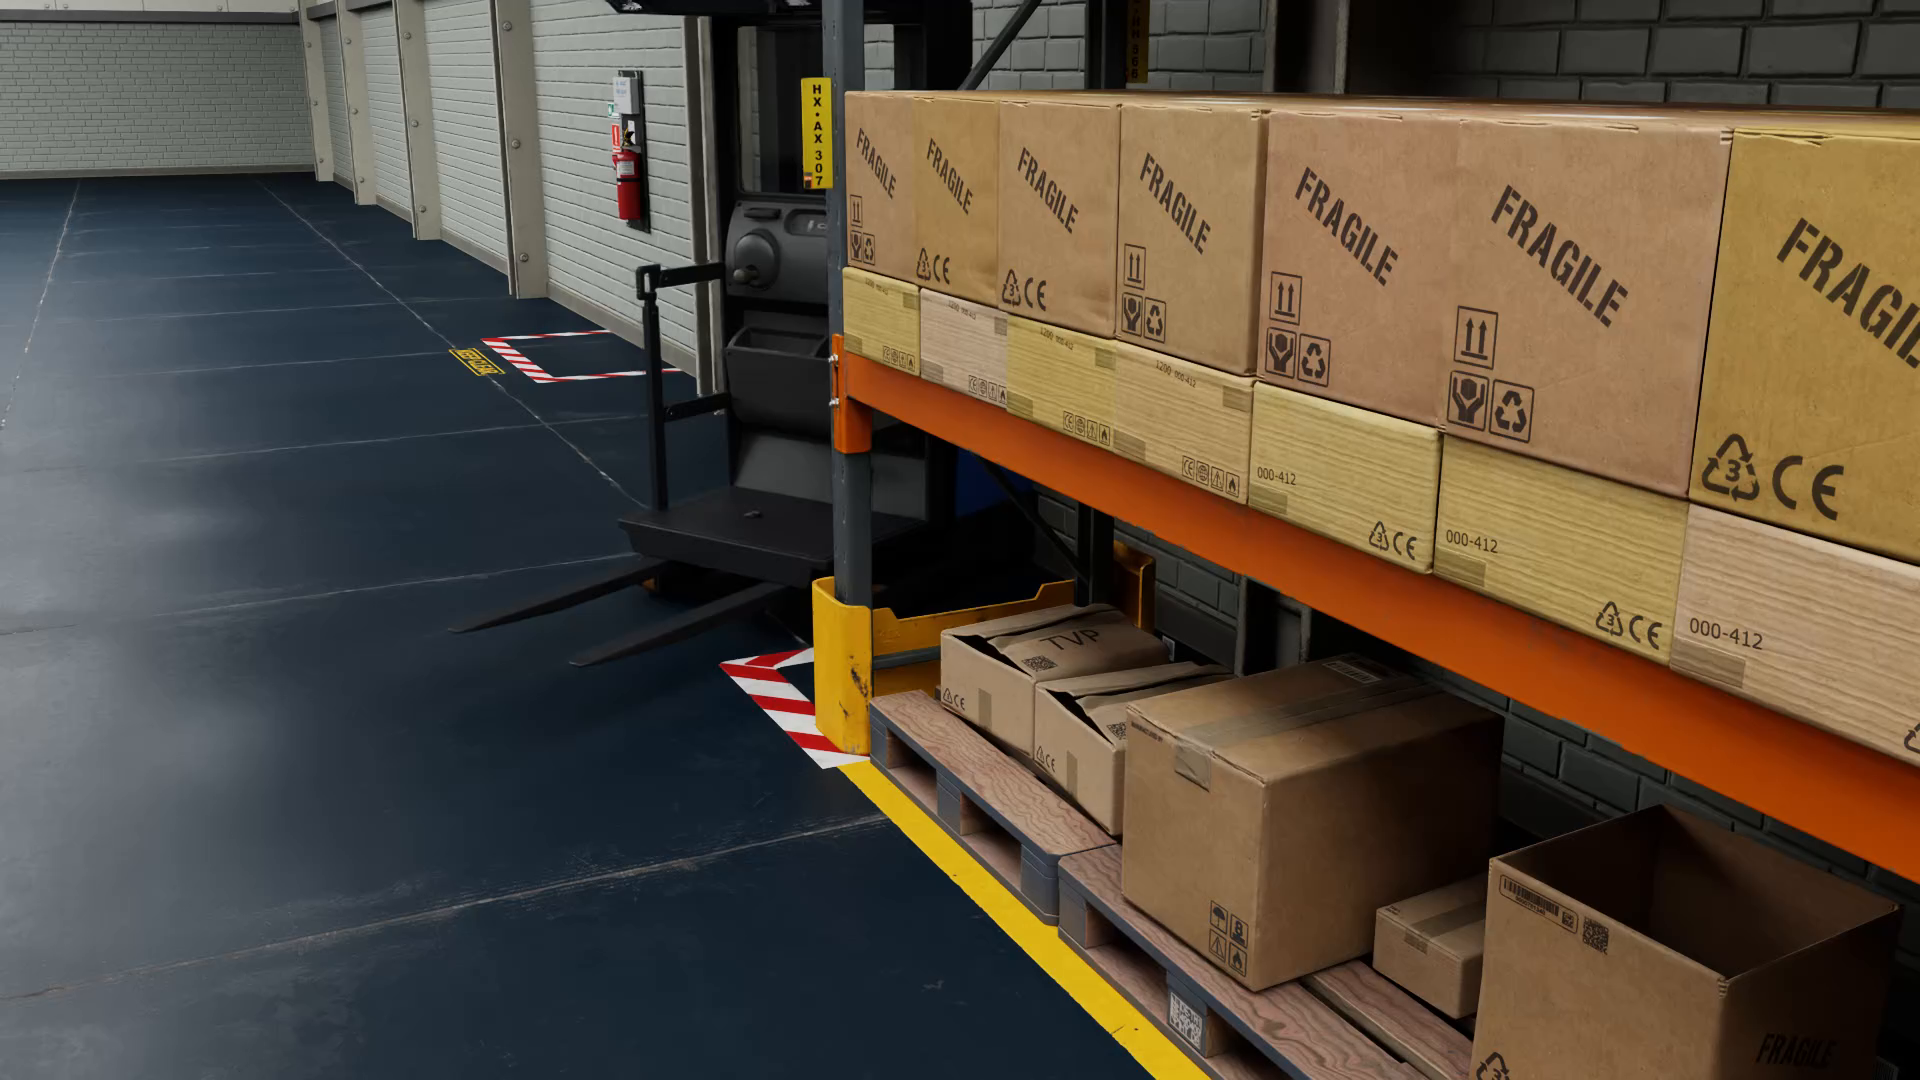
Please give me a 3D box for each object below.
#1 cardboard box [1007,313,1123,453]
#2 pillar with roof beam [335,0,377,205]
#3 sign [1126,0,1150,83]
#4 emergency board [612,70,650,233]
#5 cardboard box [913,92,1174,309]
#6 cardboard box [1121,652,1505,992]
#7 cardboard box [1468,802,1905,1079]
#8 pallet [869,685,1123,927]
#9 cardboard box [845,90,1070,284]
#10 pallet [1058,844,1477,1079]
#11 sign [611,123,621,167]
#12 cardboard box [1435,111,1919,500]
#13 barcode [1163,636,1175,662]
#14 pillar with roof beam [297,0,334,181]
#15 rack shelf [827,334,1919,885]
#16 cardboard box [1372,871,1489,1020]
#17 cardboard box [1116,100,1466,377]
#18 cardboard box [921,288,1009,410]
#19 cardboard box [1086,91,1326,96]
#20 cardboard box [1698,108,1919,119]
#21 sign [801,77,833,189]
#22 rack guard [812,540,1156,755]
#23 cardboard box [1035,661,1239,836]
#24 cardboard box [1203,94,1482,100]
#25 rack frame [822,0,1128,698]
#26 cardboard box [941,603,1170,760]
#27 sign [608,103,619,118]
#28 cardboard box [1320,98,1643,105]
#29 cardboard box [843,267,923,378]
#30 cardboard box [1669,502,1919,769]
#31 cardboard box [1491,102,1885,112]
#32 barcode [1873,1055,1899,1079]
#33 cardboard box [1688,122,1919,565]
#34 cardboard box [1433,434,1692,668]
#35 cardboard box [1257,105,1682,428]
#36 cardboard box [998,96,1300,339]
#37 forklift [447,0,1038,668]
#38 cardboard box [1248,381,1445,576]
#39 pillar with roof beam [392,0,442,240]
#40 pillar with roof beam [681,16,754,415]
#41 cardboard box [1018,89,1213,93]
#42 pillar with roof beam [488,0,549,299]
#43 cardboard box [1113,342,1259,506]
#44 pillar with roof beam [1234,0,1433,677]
[{"bbox_3d":[0.447,-0.400,3.943,0.500,0.250,0.500,-8,18,-26],"label":"cardboard box"},{"bbox_3d":[-13.239,-9.122,23.222,9.100,9.000,0.400,-8,18,-25],"label":"pillar with roof beam"},{"bbox_3d":[0.568,-1.647,5.379,0.100,0.325,0.005,-8,18,-25],"label":"sign"},{"bbox_3d":[-2.532,-2.912,12.461,0.194,1.169,0.643,-8,18,-25],"label":"emergency board"},{"bbox_3d":[0.207,-0.896,4.310,0.500,0.500,0.500,-8,18,-25],"label":"cardboard box"},{"bbox_3d":[0.809,0.626,3.867,0.700,0.500,0.500,-9,18,-28],"label":"cardboard box"},{"bbox_3d":[1.322,0.853,3.074,0.500,0.500,0.500,-9,18,-29],"label":"cardboard box"},{"bbox_3d":[0.418,0.689,4.968,1.003,0.211,1.213,-8,18,-25],"label":"pallet"},{"bbox_3d":[-0.001,-1.019,4.741,0.500,0.500,0.500,-8,18,-25],"label":"cardboard box"},{"bbox_3d":[0.948,0.991,3.915,1.003,0.211,1.213,-8,18,-25],"label":"pallet"},{"bbox_3d":[-2.682,-3.079,12.977,0.001,0.329,0.234,-8,18,-25],"label":"sign"},{"bbox_3d":[1.104,-0.385,2.531,0.500,0.500,0.500,-8,18,-25],"label":"cardboard box"},{"bbox_3d":[0.650,0.339,5.192,0.001,0.075,0.075,-8,18,-25],"label":"barcode"},{"bbox_3d":[-15.868,-10.609,28.407,9.100,9.000,0.400,-8,18,-25],"label":"pillar with roof beam"},{"bbox_3d":[0.937,-0.034,3.737,1.077,0.370,4.000,-8,18,-25],"label":"rack shelf"},{"bbox_3d":[1.130,0.876,3.633,0.380,0.149,0.250,-9,18,-29],"label":"cardboard box"},{"bbox_3d":[0.665,-0.640,3.420,0.500,0.500,0.500,-7,17,-23],"label":"cardboard box"},{"bbox_3d":[0.229,-0.527,4.386,0.500,0.250,0.500,-8,18,-27],"label":"cardboard box"},{"bbox_3d":[0.670,-0.957,4.523,0.500,0.500,0.500,-7,18,-24],"label":"cardboard box"},{"bbox_3d":[1.571,-0.453,2.767,0.500,0.500,0.500,-8,18,-25],"label":"cardboard box"},{"bbox_3d":[-0.427,-1.227,5.018,0.100,0.325,0.005,-8,18,-25],"label":"sign"},{"bbox_3d":[0.094,0.344,5.645,1.175,0.500,0.348,-8,18,-25],"label":"rack guard"},{"bbox_3d":[0.532,0.529,4.548,0.500,0.311,0.500,-6,17,-20],"label":"cardboard box"},{"bbox_3d":[0.900,-0.829,4.079,0.500,0.500,0.500,-8,18,-26],"label":"cardboard box"},{"bbox_3d":[0.060,-0.876,5.366,1.000,3.000,0.127,-8,18,-25],"label":"rack frame"},{"bbox_3d":[0.283,0.387,5.040,0.500,0.311,0.500,-10,19,-31],"label":"cardboard box"},{"bbox_3d":[-2.688,-3.331,12.896,0.001,0.109,0.331,-8,18,-25],"label":"sign"},{"bbox_3d":[1.121,-0.704,3.643,0.500,0.500,0.500,-7,18,-24],"label":"cardboard box"},{"bbox_3d":[-0.011,-0.654,4.828,0.500,0.250,0.500,-8,18,-27],"label":"cardboard box"},{"bbox_3d":[1.333,0.097,2.209,0.500,0.250,0.500,-8,18,-25],"label":"cardboard box"},{"bbox_3d":[1.358,-0.577,3.200,0.500,0.500,0.500,-7,17,-23],"label":"cardboard box"},{"bbox_3d":[1.710,0.993,3.093,0.001,0.075,0.075,-8,18,-25],"label":"barcode"},{"bbox_3d":[1.328,-0.262,2.102,0.500,0.500,0.500,-8,18,-25],"label":"cardboard box"},{"bbox_3d":[1.122,-0.027,2.643,0.500,0.250,0.500,-8,18,-25],"label":"cardboard box"},{"bbox_3d":[0.893,-0.511,2.971,0.500,0.500,0.500,-8,18,-26],"label":"cardboard box"},{"bbox_3d":[0.428,-0.767,3.861,0.500,0.500,0.500,-8,18,-27],"label":"cardboard box"},{"bbox_3d":[-0.684,-1.175,6.533,1.130,2.935,3.031,11,19,32],"label":"forklift"},{"bbox_3d":[0.888,-0.150,3.071,0.500,0.250,0.500,-8,18,-25],"label":"cardboard box"},{"bbox_3d":[-10.611,-7.634,18.038,9.100,9.000,0.400,-8,18,-25],"label":"pillar with roof beam"},{"bbox_3d":[-5.354,-4.658,7.669,9.100,9.000,0.400,-8,18,-25],"label":"pillar with roof beam"},{"bbox_3d":[0.458,-1.083,4.963,0.500,0.500,0.500,-8,18,-26],"label":"cardboard box"},{"bbox_3d":[-7.982,-6.146,12.854,9.100,9.000,0.400,-8,18,-25],"label":"pillar with roof beam"},{"bbox_3d":[0.666,-0.275,3.505,0.500,0.250,0.500,-7,18,-24],"label":"cardboard box"},{"bbox_3d":[-2.725,-3.171,2.485,9.100,9.000,0.400,-8,18,-25],"label":"pillar with roof beam"}]
